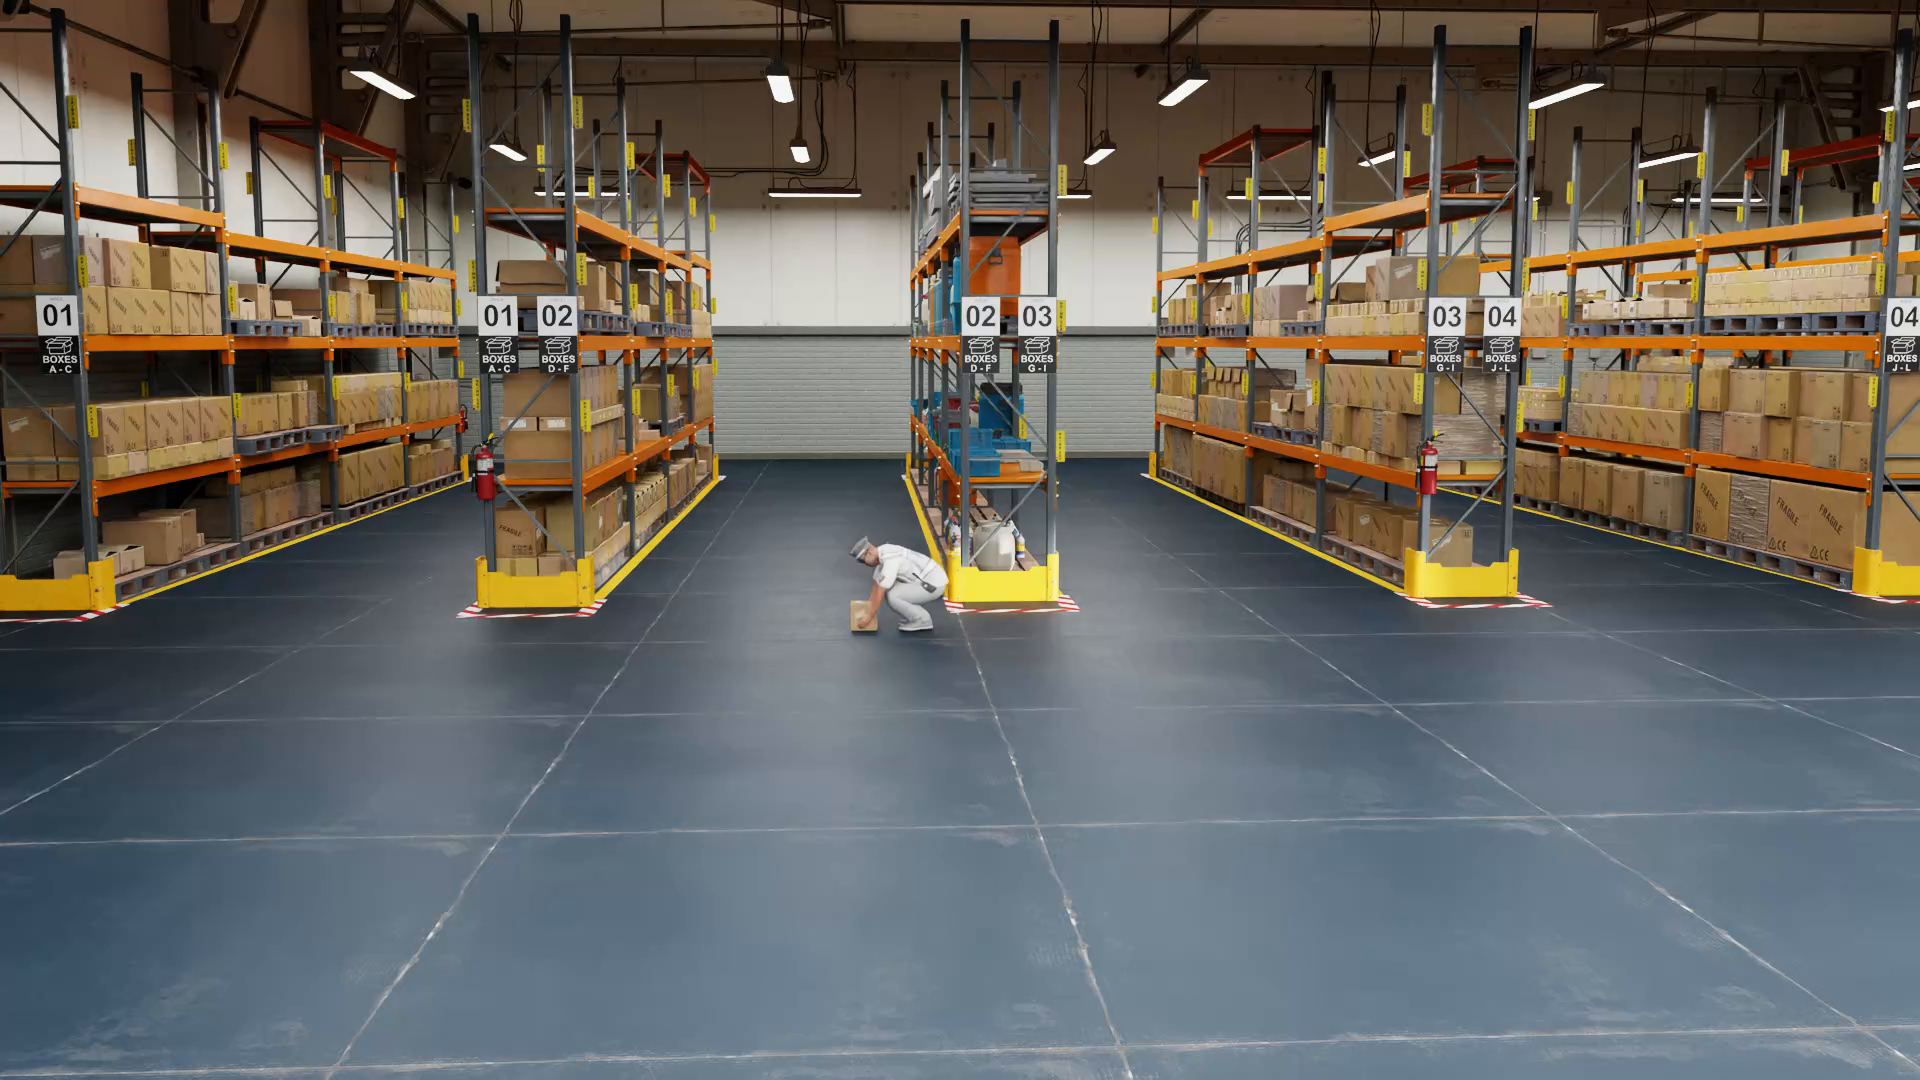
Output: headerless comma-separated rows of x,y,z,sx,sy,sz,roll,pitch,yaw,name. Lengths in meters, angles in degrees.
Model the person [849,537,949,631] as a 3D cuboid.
-0.587,0.408,15.933,0.956,0.900,0.553,0,7,-4,person
